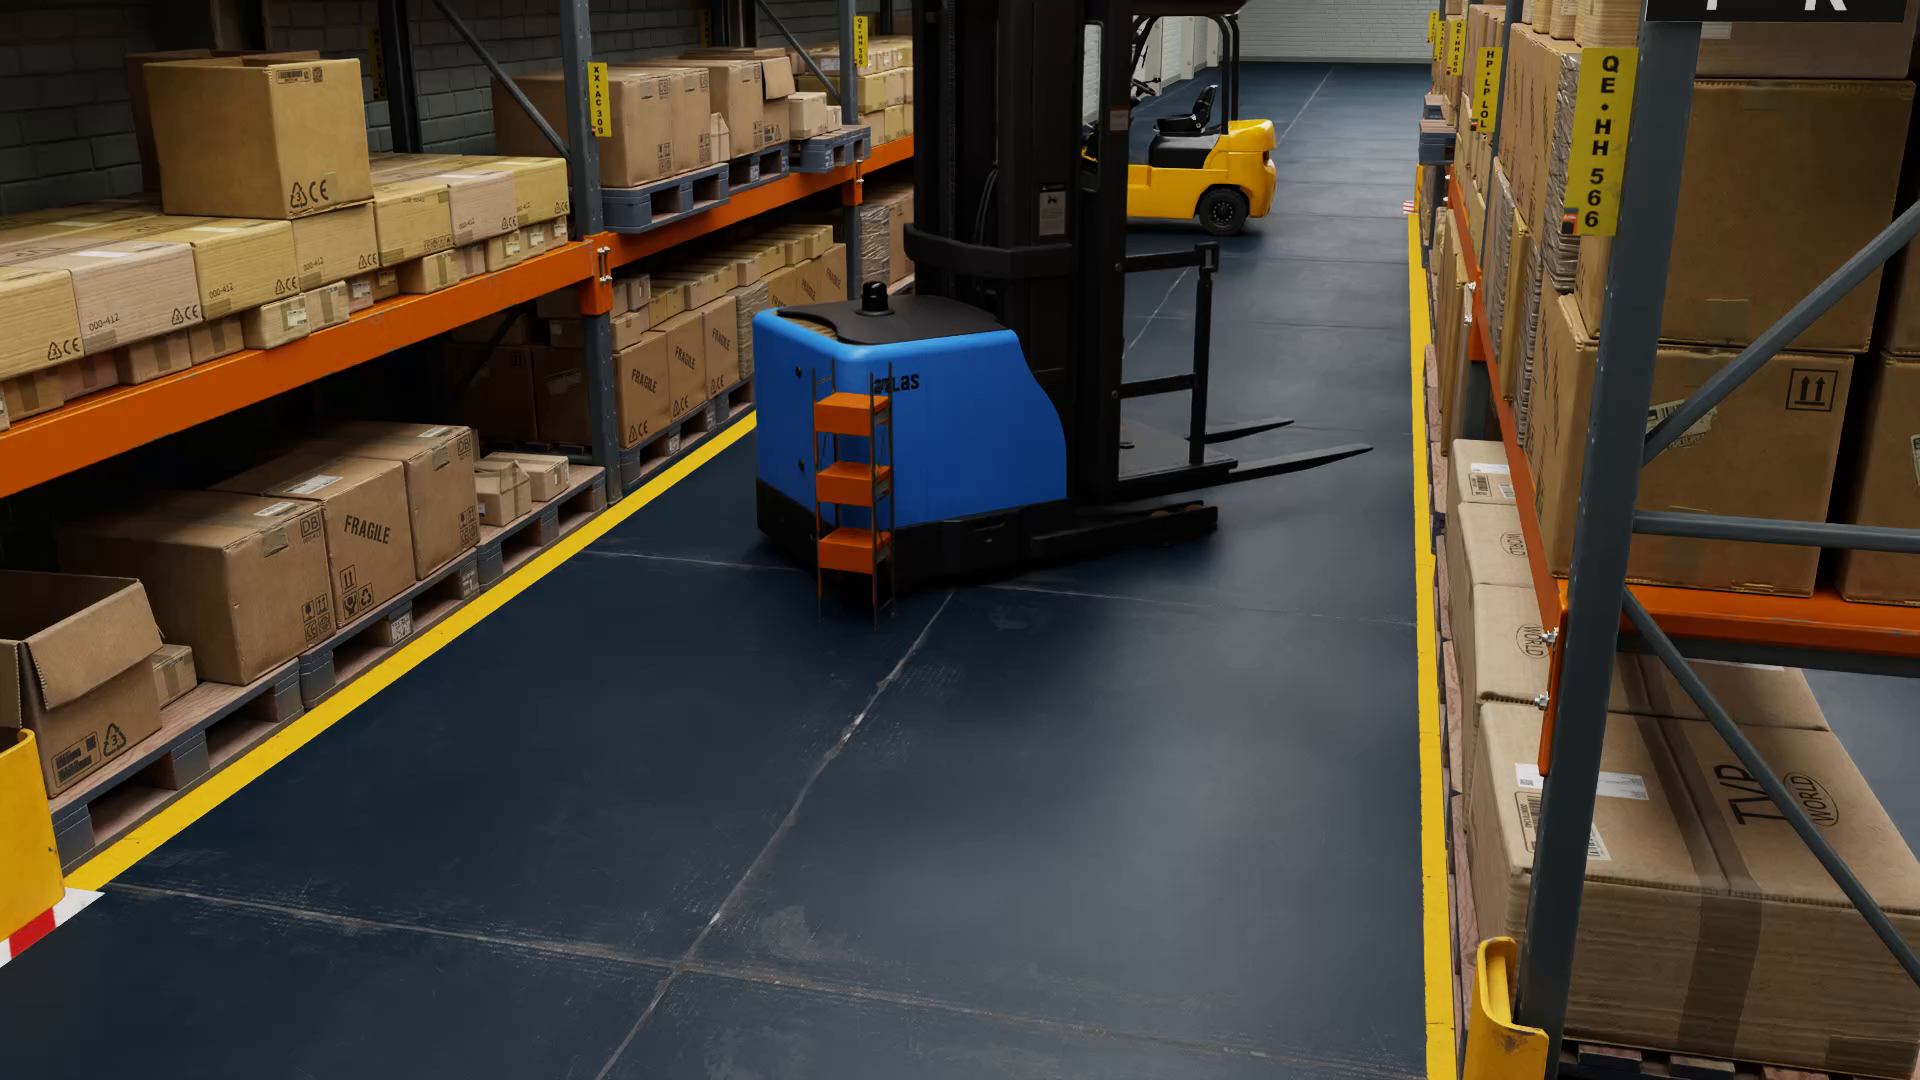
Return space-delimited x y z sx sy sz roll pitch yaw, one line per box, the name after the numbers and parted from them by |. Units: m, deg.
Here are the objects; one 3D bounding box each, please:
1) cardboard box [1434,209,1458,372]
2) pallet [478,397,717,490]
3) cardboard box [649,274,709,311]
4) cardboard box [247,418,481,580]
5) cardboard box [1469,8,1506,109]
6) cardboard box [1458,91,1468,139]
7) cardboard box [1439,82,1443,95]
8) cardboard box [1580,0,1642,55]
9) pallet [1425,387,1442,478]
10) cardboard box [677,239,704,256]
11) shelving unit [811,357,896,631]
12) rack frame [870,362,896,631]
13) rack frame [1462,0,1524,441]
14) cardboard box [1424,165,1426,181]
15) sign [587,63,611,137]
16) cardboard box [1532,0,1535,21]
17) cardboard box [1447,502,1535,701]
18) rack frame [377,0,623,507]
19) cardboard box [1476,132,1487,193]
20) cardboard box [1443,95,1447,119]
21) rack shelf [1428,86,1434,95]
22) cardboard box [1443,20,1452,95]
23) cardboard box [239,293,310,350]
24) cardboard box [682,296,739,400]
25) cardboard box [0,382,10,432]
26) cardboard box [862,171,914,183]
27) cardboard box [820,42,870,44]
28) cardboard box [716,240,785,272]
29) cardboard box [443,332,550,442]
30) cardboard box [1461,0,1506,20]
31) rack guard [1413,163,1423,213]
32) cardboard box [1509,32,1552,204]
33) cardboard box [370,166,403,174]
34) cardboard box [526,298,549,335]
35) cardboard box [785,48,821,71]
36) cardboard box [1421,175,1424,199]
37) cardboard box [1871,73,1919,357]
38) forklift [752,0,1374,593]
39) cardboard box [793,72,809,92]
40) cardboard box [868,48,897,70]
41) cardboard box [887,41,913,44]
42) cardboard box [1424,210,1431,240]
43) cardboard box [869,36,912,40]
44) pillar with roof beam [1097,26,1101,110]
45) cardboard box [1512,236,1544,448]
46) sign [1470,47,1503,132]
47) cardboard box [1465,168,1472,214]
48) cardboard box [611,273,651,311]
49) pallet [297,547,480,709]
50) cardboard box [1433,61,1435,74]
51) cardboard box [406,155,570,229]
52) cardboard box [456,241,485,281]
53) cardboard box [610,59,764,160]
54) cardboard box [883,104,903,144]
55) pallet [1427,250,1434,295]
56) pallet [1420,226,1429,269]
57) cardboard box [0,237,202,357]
3.365 -1.487 10.037 0.875 0.875 0.875 4 19 13 | cardboard box
-2.016 -0.579 9.055 1.003 0.211 1.213 5 19 13 | pallet
-1.637 -1.391 9.334 0.380 0.149 0.250 5 19 13 | cardboard box
-2.413 -0.177 6.782 0.700 0.500 0.500 4 19 11 | cardboard box
3.003 -2.571 8.873 0.500 0.500 0.500 5 20 15 | cardboard box
3.251 -2.530 9.911 0.500 0.250 0.500 5 19 13 | cardboard box
4.459 -4.104 14.447 0.500 0.500 0.500 4 19 12 | cardboard box
1.573 -1.121 3.622 0.380 0.149 0.250 4 19 13 | cardboard box
3.048 -0.561 9.004 1.003 0.211 1.213 5 19 13 | pallet
-1.860 -1.835 10.632 0.380 0.149 0.250 4 19 11 | cardboard box
-0.417 -0.180 6.589 0.252 1.050 0.215 7 20 19 | shelving unit
-0.303 -0.166 6.548 0.008 1.050 0.200 7 20 19 | rack frame
2.637 -1.250 6.705 1.000 3.000 0.127 5 19 13 | rack frame
4.974 -3.860 16.793 0.500 0.500 0.500 4 19 11 | cardboard box
-1.650 -2.010 7.591 0.100 0.325 0.005 5 19 13 | sign
2.261 -1.917 5.954 0.380 0.149 0.250 5 19 14 | cardboard box
2.161 0.233 5.678 0.875 0.438 0.875 4 19 12 | cardboard box
-2.178 -1.640 7.849 1.000 3.000 0.127 5 19 13 | rack frame
2.623 -1.730 7.570 0.500 0.250 0.500 5 20 15 | cardboard box
3.602 -3.042 11.693 0.380 0.149 0.250 5 19 14 | cardboard box
5.080 -4.043 15.998 1.077 0.370 4.000 5 19 13 | rack shelf
3.693 -3.376 11.665 0.500 0.500 0.500 3 19 10 | cardboard box
-2.446 -0.749 5.628 0.380 0.149 0.250 4 19 12 | cardboard box
-1.594 -1.114 9.525 0.500 0.500 0.500 4 19 12 | cardboard box
-2.809 -0.349 4.458 0.380 0.149 0.250 5 19 13 | cardboard box
-0.537 -2.816 14.315 0.875 0.625 0.625 4 19 13 | cardboard box
-0.935 -3.935 13.408 0.380 0.149 0.250 5 19 14 | cardboard box
-1.328 -1.796 10.519 0.380 0.149 0.250 5 20 15 | cardboard box
-2.344 -0.833 8.704 0.500 0.500 0.500 5 19 13 | cardboard box
3.740 -3.732 11.705 0.380 0.149 0.250 4 19 11 | cardboard box
5.550 -3.804 18.051 1.175 0.500 0.348 5 19 13 | rack guard
2.020 -1.322 5.217 0.500 0.500 0.500 5 19 14 | cardboard box
-2.676 -1.419 6.972 0.500 0.250 0.500 4 19 13 | cardboard box
-2.308 -1.184 8.728 0.380 0.149 0.250 5 19 13 | cardboard box
-1.239 -3.534 12.234 0.380 0.149 0.250 5 19 13 | cardboard box
5.103 -3.677 17.417 0.500 0.250 0.500 4 19 13 | cardboard box
2.053 -0.644 3.231 0.500 0.500 0.500 4 19 12 | cardboard box
0.606 -1.493 7.524 3.031 2.935 1.130 -10 21 -28 | forklift
-1.360 -3.222 11.940 0.500 0.250 0.500 5 20 15 | cardboard box
-0.683 -3.574 12.353 0.380 0.149 0.250 5 19 14 | cardboard box
-0.375 -3.975 13.525 0.380 0.149 0.250 5 19 14 | cardboard box
4.475 -2.861 15.028 0.500 0.250 0.500 6 20 16 | cardboard box
-0.633 -4.329 14.563 0.380 0.149 0.250 4 19 12 | cardboard box
6.817 -11.515 27.477 9.100 9.000 0.400 5 19 13 | pillar with roof beam
1.774 -0.533 4.454 0.500 0.500 0.500 5 20 15 | cardboard box
2.108 -1.800 6.647 0.100 0.325 0.005 5 19 13 | sign
2.891 -1.817 8.600 0.500 0.250 0.500 5 19 13 | cardboard box
-1.815 -1.281 8.550 0.380 0.149 0.250 4 19 11 | cardboard box
-2.642 0.278 6.547 1.003 0.211 1.213 5 19 13 | pallet
5.060 -4.910 16.806 0.500 0.500 0.500 5 20 15 | cardboard box
-2.065 -1.531 7.302 0.500 0.250 0.500 5 20 15 | cardboard box
-2.184 -1.155 6.817 0.380 0.149 0.250 5 20 15 | cardboard box
-1.524 -2.429 9.353 0.700 0.500 0.500 5 19 13 | cardboard box
-0.727 -3.100 12.355 0.500 0.250 0.500 4 19 12 | cardboard box
4.402 -2.193 13.782 1.003 0.211 1.213 5 19 13 | pallet
4.721 -2.651 15.121 1.003 0.211 1.213 5 19 13 | pallet
-2.660 -0.735 4.972 0.500 0.250 0.500 5 19 14 | cardboard box
